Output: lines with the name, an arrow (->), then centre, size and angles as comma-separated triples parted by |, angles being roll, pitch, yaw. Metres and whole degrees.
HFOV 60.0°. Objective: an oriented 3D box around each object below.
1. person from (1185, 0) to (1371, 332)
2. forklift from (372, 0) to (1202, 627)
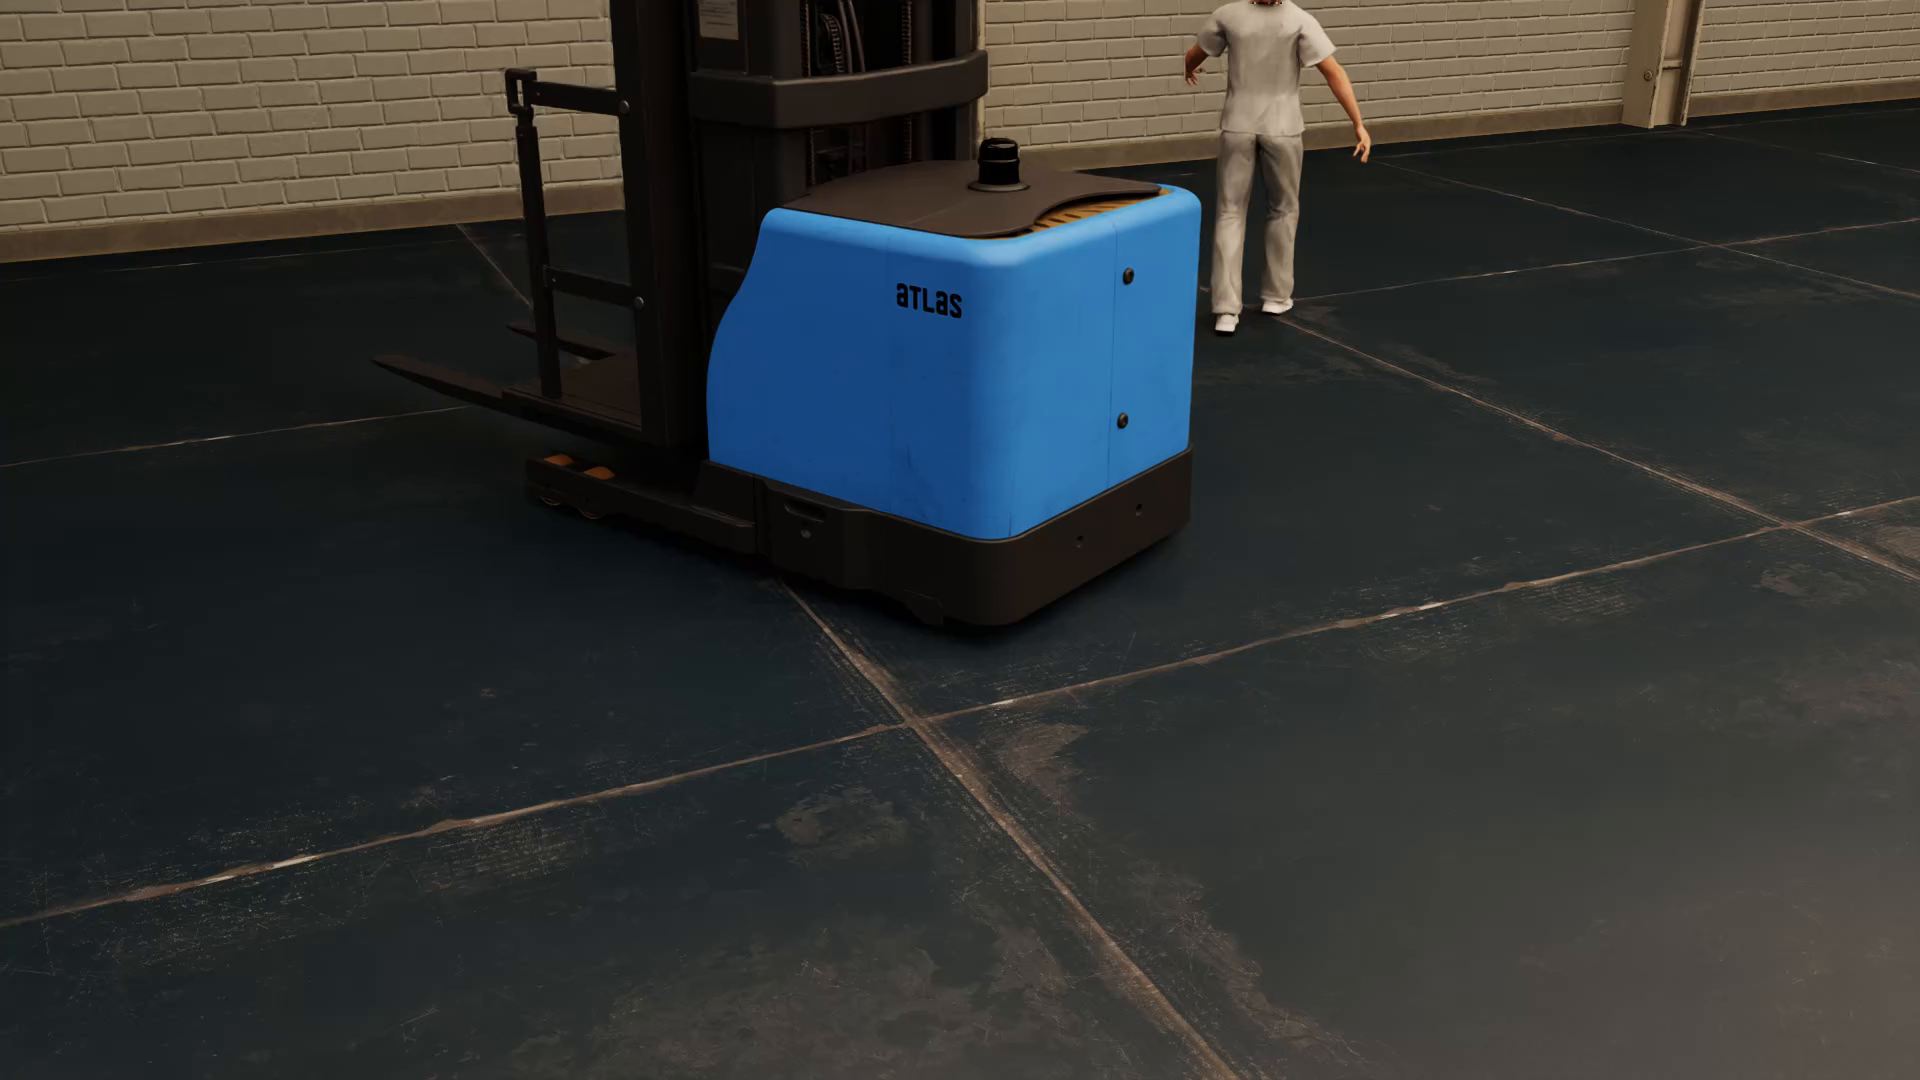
person -> 1.348, -1.750, 7.202 | 0.870, 1.663, 0.715 | 7, 24, 16
forklift -> -0.774, -1.560, 5.041 | 3.031, 2.935, 1.130 | 17, 28, 35
